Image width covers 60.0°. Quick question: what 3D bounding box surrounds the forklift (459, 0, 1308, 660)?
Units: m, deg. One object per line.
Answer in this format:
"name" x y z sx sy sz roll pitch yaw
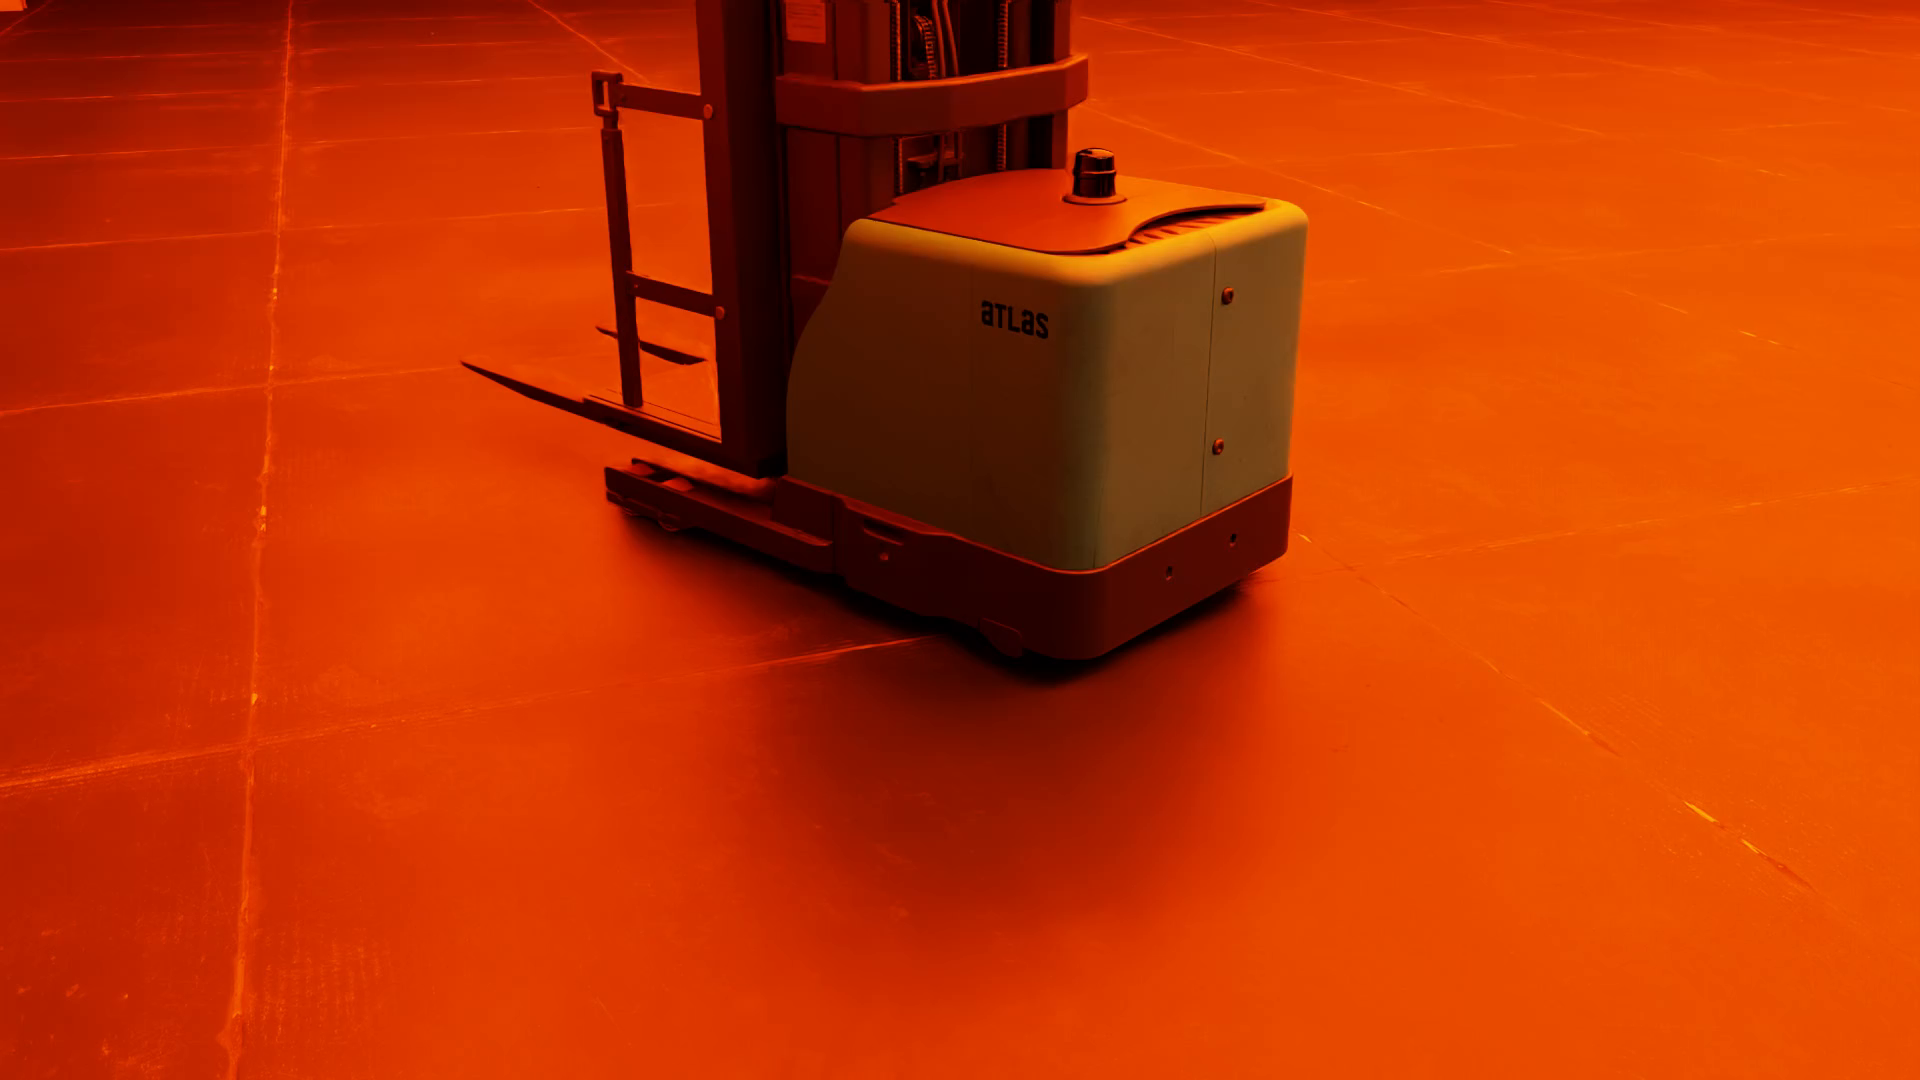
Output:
"forklift" -0.482 -1.509 4.886 3.031 2.935 1.130 19 29 38
